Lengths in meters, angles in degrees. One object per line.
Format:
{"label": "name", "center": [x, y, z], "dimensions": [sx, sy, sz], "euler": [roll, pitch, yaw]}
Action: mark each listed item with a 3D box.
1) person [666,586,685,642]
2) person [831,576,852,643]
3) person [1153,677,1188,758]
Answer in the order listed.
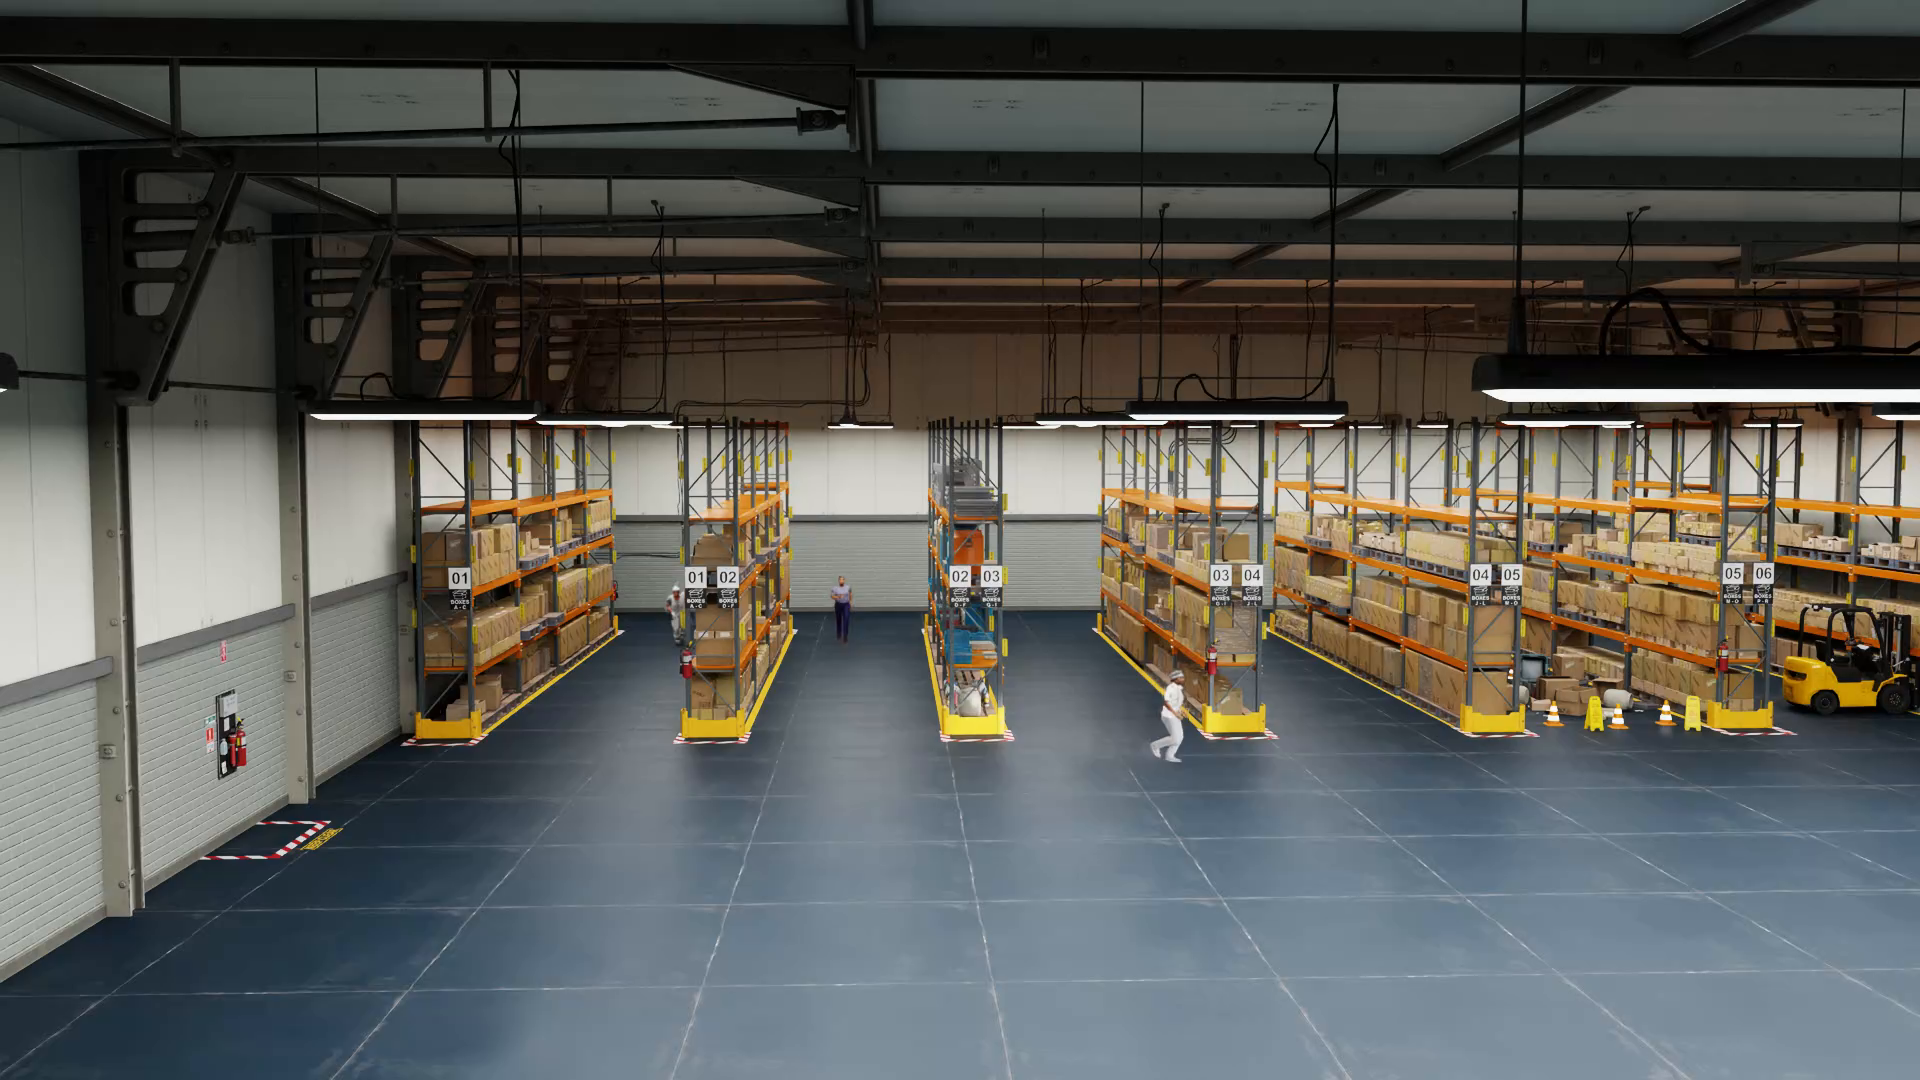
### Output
{"label": "person", "center": [-7.553, 1.982, 44.500], "dimensions": [0.639, 1.565, 0.852], "euler": [-1, 4, -17]}
{"label": "person", "center": [-3.078, 1.788, 43.254], "dimensions": [0.567, 1.708, 0.807], "euler": [0, 4, -4]}
{"label": "person", "center": [3.638, 3.025, 28.800], "dimensions": [0.544, 1.521, 0.574], "euler": [2, 4, 23]}
